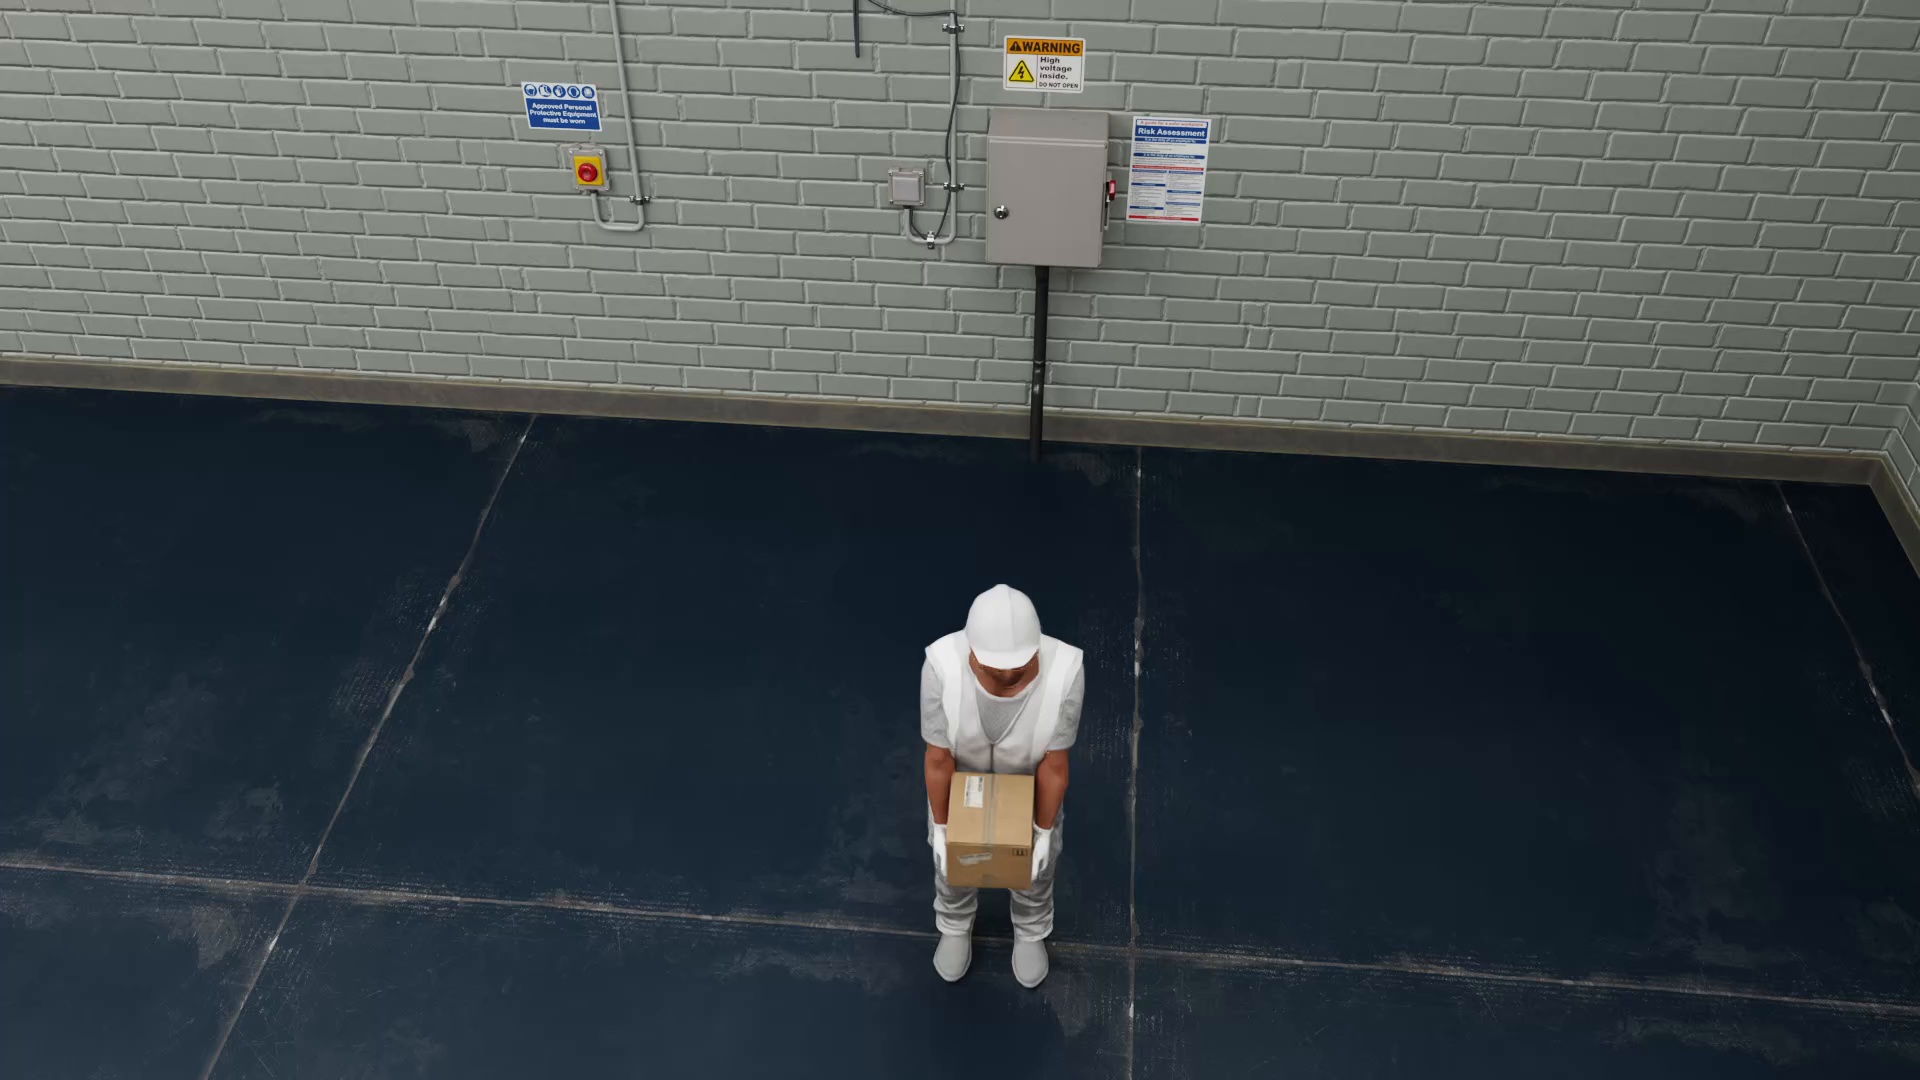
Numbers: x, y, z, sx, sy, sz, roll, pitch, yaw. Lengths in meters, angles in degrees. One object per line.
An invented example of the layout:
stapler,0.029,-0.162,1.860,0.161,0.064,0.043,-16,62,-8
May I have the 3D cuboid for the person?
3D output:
person,0.124,0.801,5.192,0.487,1.761,0.605,3,40,3
